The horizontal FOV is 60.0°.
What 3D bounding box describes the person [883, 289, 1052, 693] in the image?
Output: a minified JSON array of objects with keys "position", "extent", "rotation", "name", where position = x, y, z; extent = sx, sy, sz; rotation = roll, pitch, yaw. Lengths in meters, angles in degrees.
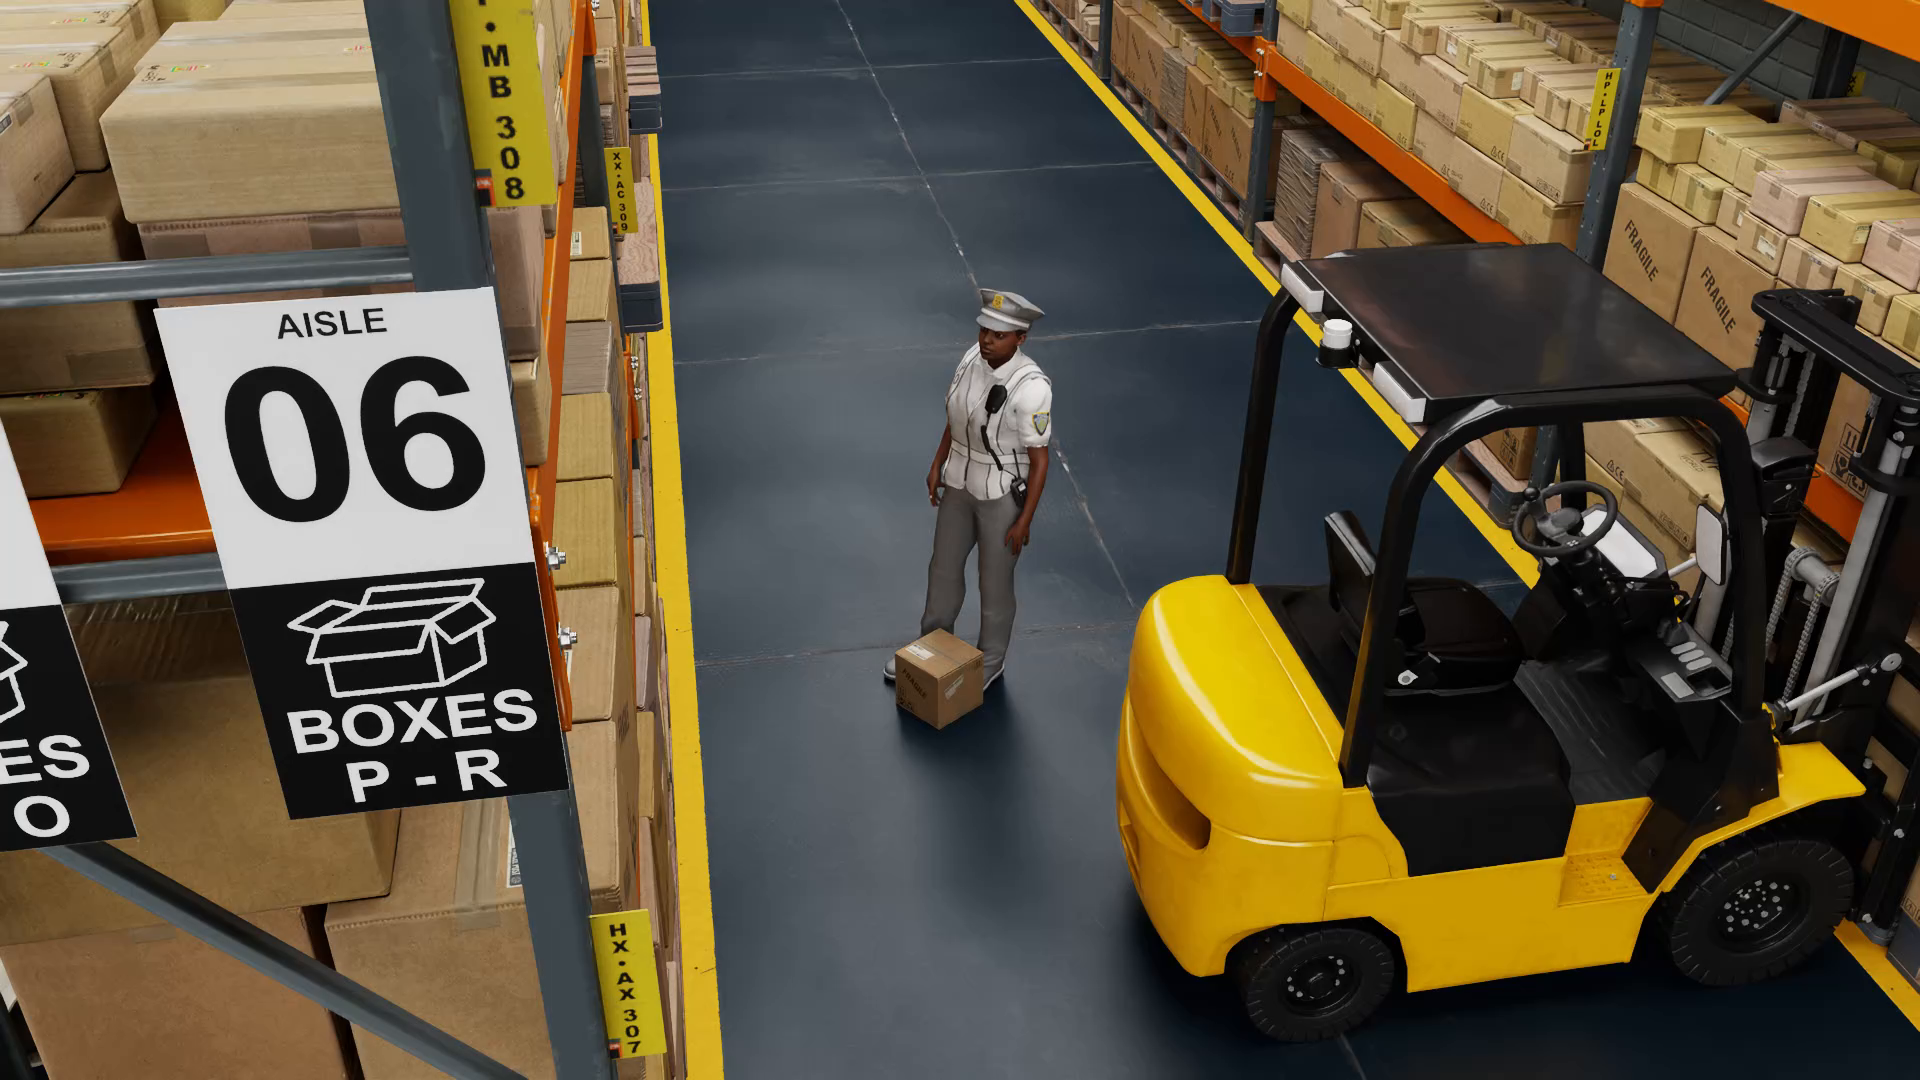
[{"position":[0.046,-0.161,6.353],"extent":[0.527,1.694,0.570],"rotation":[-25,39,-36],"name":"person"}]
